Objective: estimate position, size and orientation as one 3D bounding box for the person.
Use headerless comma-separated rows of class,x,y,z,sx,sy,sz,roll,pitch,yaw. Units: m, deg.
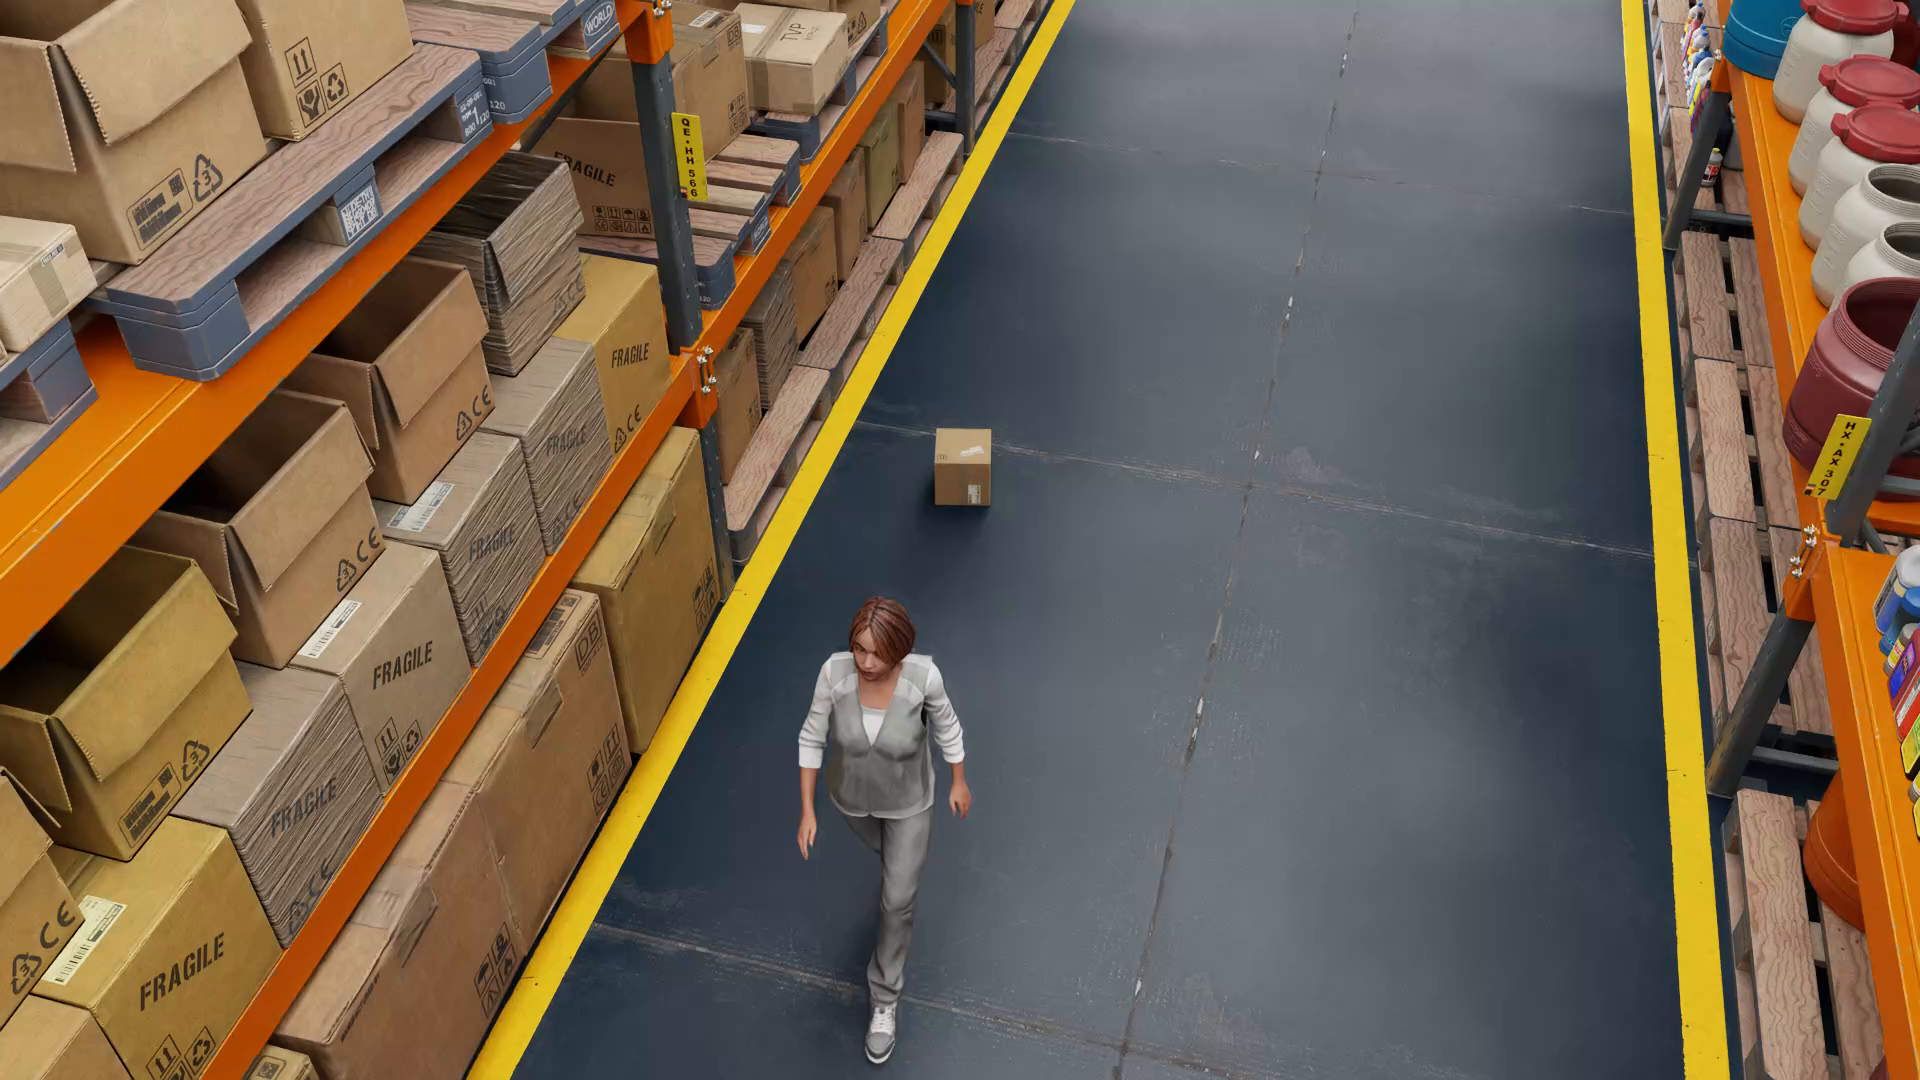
person,-0.253,0.851,5.200,0.519,1.564,0.814,9,42,10
